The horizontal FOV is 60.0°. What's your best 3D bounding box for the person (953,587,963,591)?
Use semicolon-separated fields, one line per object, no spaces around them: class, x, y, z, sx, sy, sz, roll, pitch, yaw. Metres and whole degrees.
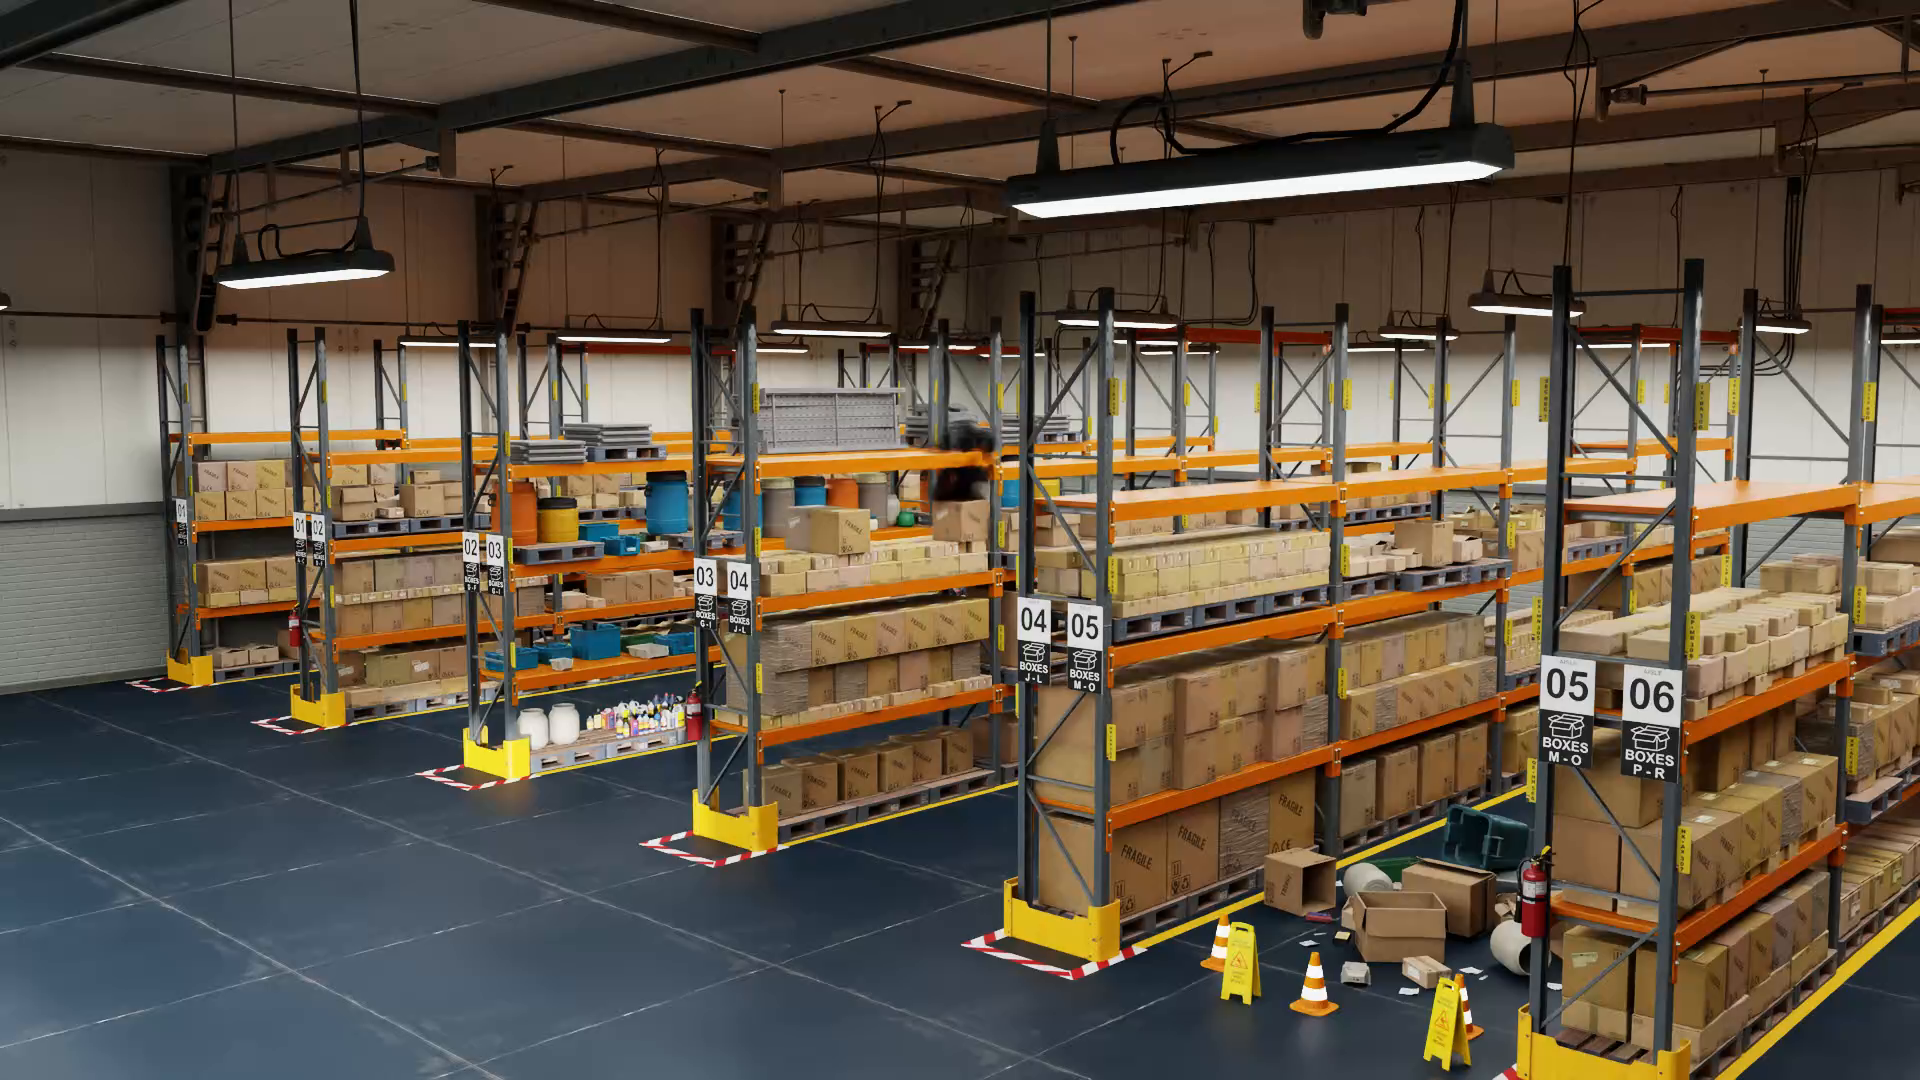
person;0.133;1.221;33.213;0.702;1.683;0.583;3;6;31
